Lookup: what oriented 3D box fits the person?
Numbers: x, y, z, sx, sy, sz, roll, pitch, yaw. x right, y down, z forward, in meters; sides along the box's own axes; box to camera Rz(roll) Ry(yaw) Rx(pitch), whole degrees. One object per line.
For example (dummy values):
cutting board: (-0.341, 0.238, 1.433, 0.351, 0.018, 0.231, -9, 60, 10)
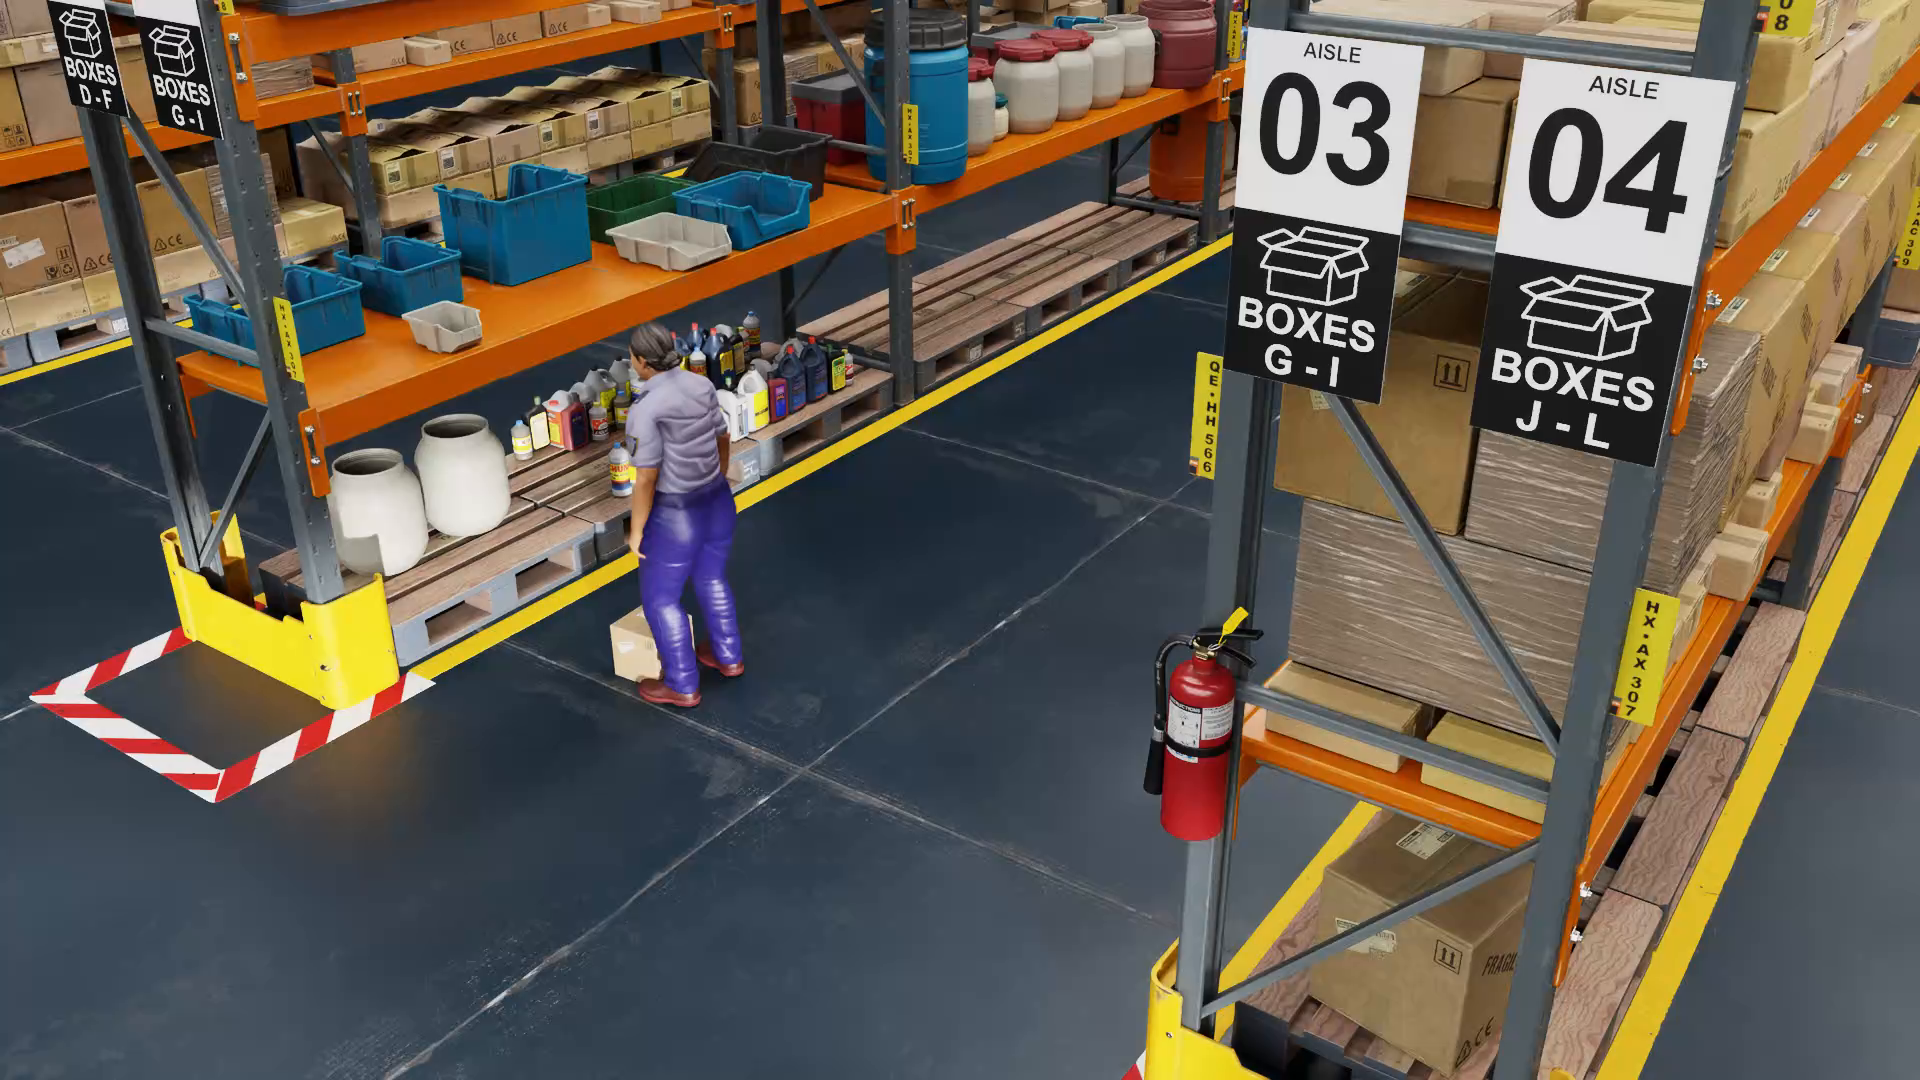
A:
person: (-1.140, -0.106, 6.832, 0.372, 1.652, 0.538, 18, 32, 31)
